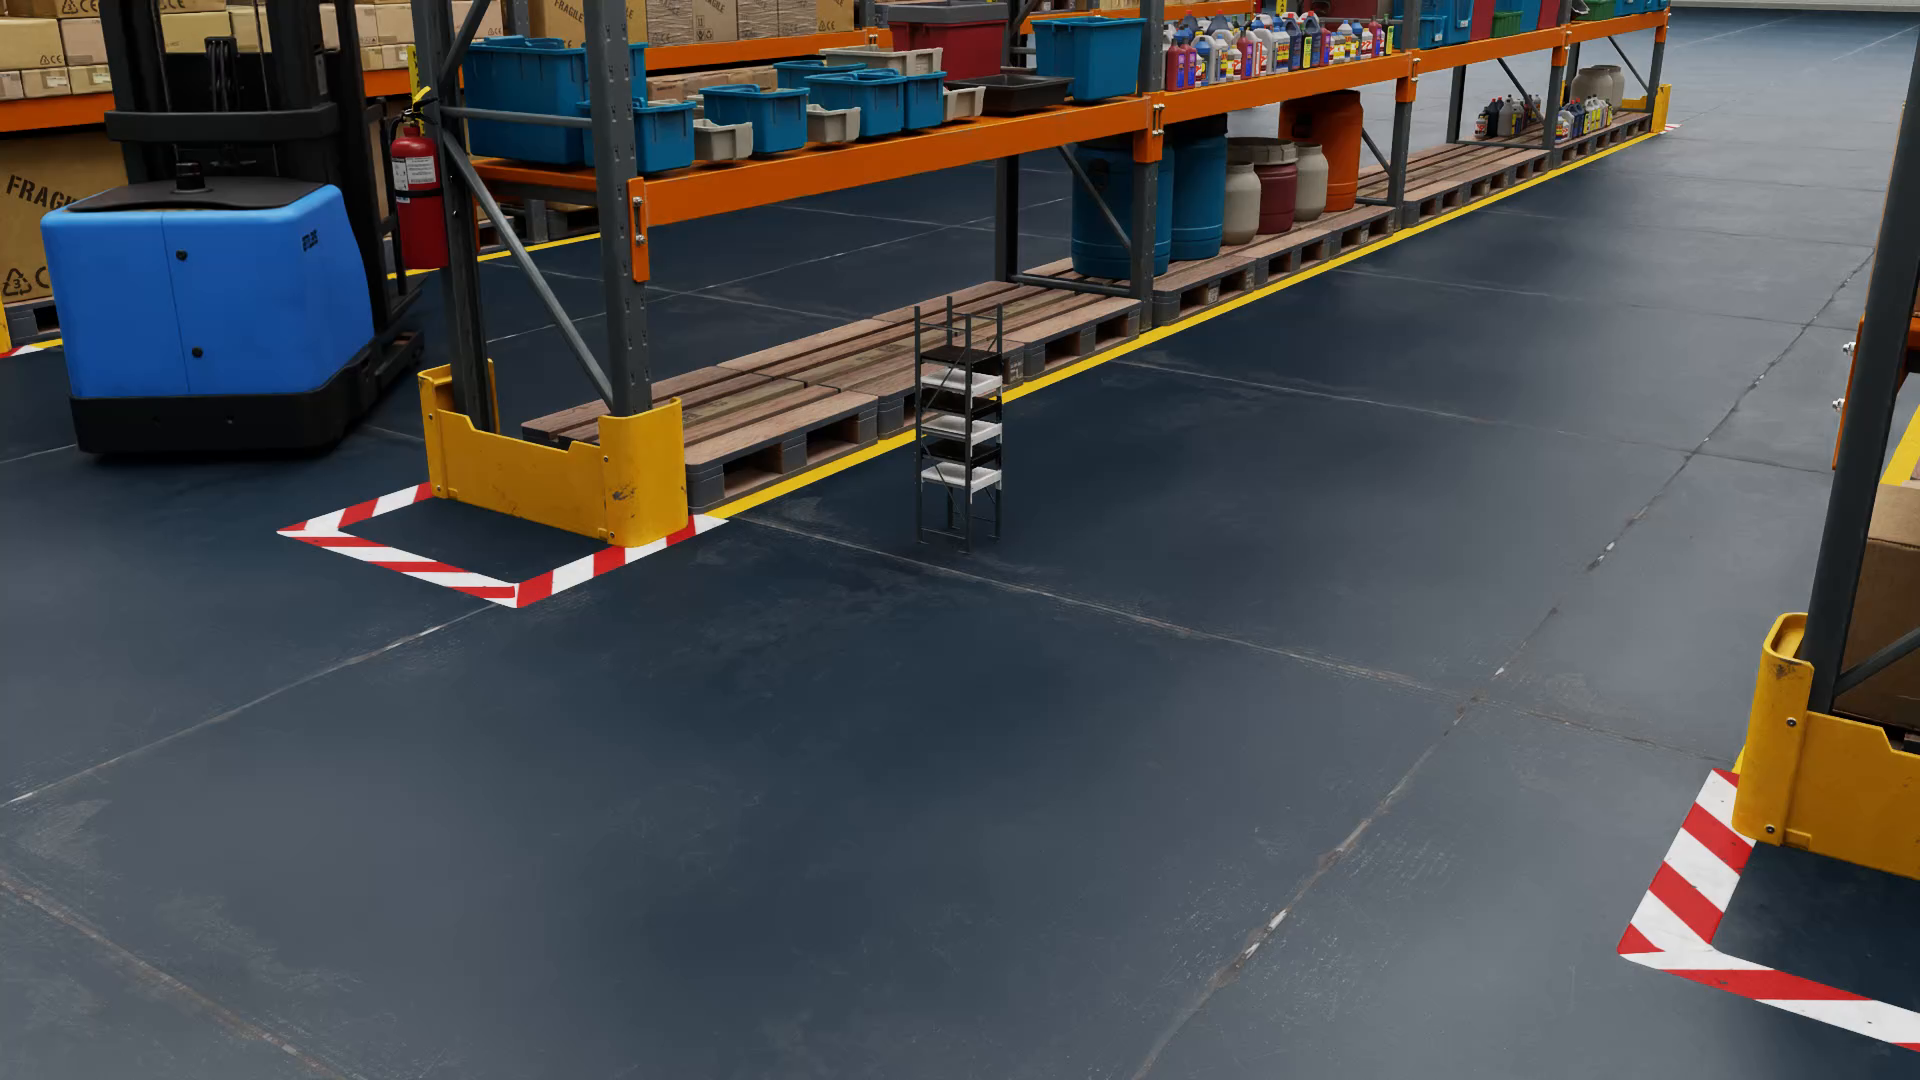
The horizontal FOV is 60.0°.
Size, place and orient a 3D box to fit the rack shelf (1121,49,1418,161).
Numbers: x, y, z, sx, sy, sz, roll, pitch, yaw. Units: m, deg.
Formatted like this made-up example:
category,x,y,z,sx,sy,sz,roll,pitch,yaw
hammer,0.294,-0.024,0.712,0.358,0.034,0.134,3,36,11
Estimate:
category,x,y,z,sx,sy,sz,roll,pitch,yaw
rack shelf,1.774,-2.925,10.886,1.077,0.370,4.000,13,24,32

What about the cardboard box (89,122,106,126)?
category,x,y,z,sx,sy,sz,roll,pitch,yaw
cardboard box,-4.890,-2.168,10.259,0.875,0.875,0.875,13,24,32

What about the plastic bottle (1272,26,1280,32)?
category,x,y,z,sx,sy,sz,roll,pitch,yaw
plastic bottle,2.241,-3.530,11.772,0.097,0.201,0.097,0,20,0

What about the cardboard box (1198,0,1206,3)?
category,x,y,z,sx,sy,sz,roll,pitch,yaw
cardboard box,2.742,-6.572,20.071,0.380,0.149,0.250,13,24,32

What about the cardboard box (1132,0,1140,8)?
category,x,y,z,sx,sy,sz,roll,pitch,yaw
cardboard box,1.821,-6.055,18.673,0.380,0.149,0.250,13,24,32

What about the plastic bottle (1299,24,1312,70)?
category,x,y,z,sx,sy,sz,roll,pitch,yaw
plastic bottle,2.202,-3.163,10.661,0.061,0.283,0.133,13,24,32

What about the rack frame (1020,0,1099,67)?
category,x,y,z,sx,sy,sz,roll,pitch,yaw
rack frame,1.050,-5.950,18.027,1.000,3.000,0.127,13,24,32

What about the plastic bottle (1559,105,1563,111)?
category,x,y,z,sx,sy,sz,roll,pitch,yaw
plastic bottle,5.824,-4.127,16.282,0.144,0.351,0.185,13,24,32

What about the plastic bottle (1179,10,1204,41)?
category,x,y,z,sx,sy,sz,roll,pitch,yaw
plastic bottle,1.515,-3.309,10.959,0.144,0.351,0.185,13,24,32

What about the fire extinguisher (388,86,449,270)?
category,x,y,z,sx,sy,sz,roll,pitch,yaw
fire extinguisher,-2.060,-1.375,6.308,0.296,0.674,0.183,13,24,32

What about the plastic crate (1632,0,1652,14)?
category,x,y,z,sx,sy,sz,roll,pitch,yaw
plastic crate,6.991,-5.675,17.497,0.499,0.251,0.408,13,24,32

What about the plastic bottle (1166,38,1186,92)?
category,x,y,z,sx,sy,sz,roll,pitch,yaw
plastic bottle,1.208,-2.656,9.290,0.061,0.283,0.133,13,24,32

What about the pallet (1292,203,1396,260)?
category,x,y,z,sx,sy,sz,roll,pitch,yaw
pallet,2.489,-2.294,12.163,1.003,0.211,1.213,13,24,32

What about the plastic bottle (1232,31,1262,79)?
category,x,y,z,sx,sy,sz,roll,pitch,yaw
plastic bottle,1.745,-2.955,10.108,0.152,0.276,0.135,13,24,32

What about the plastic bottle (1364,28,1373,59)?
category,x,y,z,sx,sy,sz,roll,pitch,yaw
plastic bottle,2.814,-3.448,11.550,0.097,0.201,0.097,0,20,0

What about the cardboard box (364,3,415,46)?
category,x,y,z,sx,sy,sz,roll,pitch,yaw
cardboard box,-3.767,-3.397,10.913,0.500,0.250,0.500,14,25,33

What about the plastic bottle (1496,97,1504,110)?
category,x,y,z,sx,sy,sz,roll,pitch,yaw
plastic bottle,5.378,-4.244,16.599,0.144,0.351,0.185,12,23,29

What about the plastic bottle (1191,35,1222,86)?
category,x,y,z,sx,sy,sz,roll,pitch,yaw
plastic bottle,1.430,-2.794,9.674,0.152,0.276,0.135,13,24,32

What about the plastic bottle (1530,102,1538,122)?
category,x,y,z,sx,sy,sz,roll,pitch,yaw
plastic bottle,6.060,-4.537,17.605,0.097,0.201,0.097,0,20,0

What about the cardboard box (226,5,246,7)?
category,x,y,z,sx,sy,sz,roll,pitch,yaw
cardboard box,-4.782,-3.209,10.403,0.500,0.250,0.500,13,24,32

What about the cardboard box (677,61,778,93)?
category,x,y,z,sx,sy,sz,roll,pitch,yaw
cardboard box,-2.111,-3.555,14.008,1.225,0.875,0.875,13,24,32

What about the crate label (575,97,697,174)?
category,x,y,z,sx,sy,sz,roll,pitch,yaw
crate label,-1.188,-1.497,6.144,0.416,0.233,0.303,13,24,32

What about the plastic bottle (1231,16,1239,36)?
category,x,y,z,sx,sy,sz,roll,pitch,yaw
plastic bottle,1.884,-3.492,11.550,0.061,0.283,0.133,13,24,32

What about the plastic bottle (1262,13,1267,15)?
category,x,y,z,sx,sy,sz,roll,pitch,yaw
plastic bottle,2.165,-3.635,11.937,0.061,0.283,0.133,13,24,32

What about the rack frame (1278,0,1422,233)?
category,x,y,z,sx,sy,sz,roll,pitch,yaw
rack frame,2.898,-3.836,12.313,1.000,3.000,0.127,13,24,32

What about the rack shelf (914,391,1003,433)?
category,x,y,z,sx,sy,sz,roll,pitch,yaw
rack shelf,-0.005,-0.473,6.083,0.258,0.077,0.200,13,24,32

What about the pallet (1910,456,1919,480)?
category,x,y,z,sx,sy,sz,roll,pitch,yaw
pallet,4.357,-0.217,6.547,1.003,0.211,1.213,13,24,32

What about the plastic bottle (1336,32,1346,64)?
category,x,y,z,sx,sy,sz,roll,pitch,yaw
plastic bottle,2.540,-3.309,11.172,0.097,0.201,0.097,0,20,0

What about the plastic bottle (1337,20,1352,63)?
category,x,y,z,sx,sy,sz,roll,pitch,yaw
plastic bottle,2.595,-3.369,11.236,0.097,0.271,0.097,0,20,0

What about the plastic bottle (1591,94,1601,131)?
category,x,y,z,sx,sy,sz,roll,pitch,yaw
plastic bottle,6.393,-4.328,16.827,0.144,0.351,0.185,14,25,34

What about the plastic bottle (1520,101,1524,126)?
category,x,y,z,sx,sy,sz,roll,pitch,yaw
plastic bottle,5.659,-4.293,16.827,0.061,0.283,0.133,13,24,32

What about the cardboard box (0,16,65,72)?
category,x,y,z,sx,sy,sz,roll,pitch,yaw
cardboard box,-5.202,-2.661,8.923,0.500,0.250,0.500,13,24,30

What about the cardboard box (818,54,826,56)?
category,x,y,z,sx,sy,sz,roll,pitch,yaw
cardboard box,-2.080,-6.573,22.168,0.875,0.875,0.875,13,24,32

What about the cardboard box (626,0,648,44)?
category,x,y,z,sx,sy,sz,roll,pitch,yaw
cardboard box,-2.700,-3.929,12.420,0.500,0.500,0.500,13,24,32

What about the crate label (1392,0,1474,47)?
category,x,y,z,sx,sy,sz,roll,pitch,yaw
crate label,3.680,-4.085,12.935,0.502,0.435,0.616,13,24,32

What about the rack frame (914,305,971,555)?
category,x,y,z,sx,sy,sz,roll,pitch,yaw
rack frame,-0.062,-0.391,6.024,0.240,0.900,0.006,13,24,32

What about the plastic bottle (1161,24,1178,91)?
category,x,y,z,sx,sy,sz,roll,pitch,yaw
plastic bottle,1.138,-2.715,9.352,0.144,0.351,0.185,13,24,32

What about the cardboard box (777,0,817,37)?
category,x,y,z,sx,sy,sz,roll,pitch,yaw
cardboard box,-1.556,-4.517,14.010,0.500,0.500,0.500,13,24,31

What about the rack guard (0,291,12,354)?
category,x,y,z,sx,sy,sz,roll,pitch,yaw
rack guard,-5.709,-1.328,9.134,1.175,0.500,0.348,13,24,32

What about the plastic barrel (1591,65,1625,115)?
category,x,y,z,sx,sy,sz,roll,pitch,yaw
plastic barrel,7.088,-4.958,18.326,0.421,0.512,0.421,0,20,0

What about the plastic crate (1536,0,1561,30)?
category,x,y,z,sx,sy,sz,roll,pitch,yaw
plastic crate,5.127,-4.816,14.868,0.402,0.464,0.583,13,24,32

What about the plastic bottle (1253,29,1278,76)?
category,x,y,z,sx,sy,sz,roll,pitch,yaw
plastic bottle,1.875,-3.021,10.288,0.152,0.276,0.135,13,24,32

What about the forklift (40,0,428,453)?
category,x,y,z,sx,sy,sz,roll,pitch,yaw
forklift,-3.377,-2.211,8.018,1.130,2.935,3.031,-2,20,-5

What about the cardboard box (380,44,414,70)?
category,x,y,z,sx,sy,sz,roll,pitch,yaw
cardboard box,-3.781,-3.164,10.858,0.380,0.149,0.250,14,24,33

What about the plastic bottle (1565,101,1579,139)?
category,x,y,z,sx,sy,sz,roll,pitch,yaw
plastic bottle,5.943,-4.099,16.206,0.144,0.351,0.185,14,25,33

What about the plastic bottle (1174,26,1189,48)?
category,x,y,z,sx,sy,sz,roll,pitch,yaw
plastic bottle,1.412,-3.140,10.616,0.097,0.271,0.097,0,20,0

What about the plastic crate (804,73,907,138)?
category,x,y,z,sx,sy,sz,roll,pitch,yaw
plastic crate,-0.448,-1.875,7.165,0.416,0.233,0.300,13,24,32

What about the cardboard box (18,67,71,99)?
category,x,y,z,sx,sy,sz,roll,pitch,yaw
cardboard box,-5.080,-2.501,9.064,0.380,0.149,0.250,13,24,31

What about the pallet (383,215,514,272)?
category,x,y,z,sx,sy,sz,roll,pitch,yaw
pallet,-3.939,-2.144,11.757,1.003,0.211,1.213,13,24,32

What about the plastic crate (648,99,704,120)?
category,x,y,z,sx,sy,sz,roll,pitch,yaw
plastic crate,-1.116,-1.795,7.088,0.396,0.136,0.243,13,24,32

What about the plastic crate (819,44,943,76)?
category,x,y,z,sx,sy,sz,roll,pitch,yaw
plastic crate,-0.361,-2.259,8.133,0.437,0.282,0.530,13,24,32

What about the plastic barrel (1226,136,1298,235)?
category,x,y,z,sx,sy,sz,roll,pitch,yaw
plastic barrel,2.002,-2.435,11.394,0.600,0.588,0.708,13,24,32

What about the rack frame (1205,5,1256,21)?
category,x,y,z,sx,sy,sz,roll,pitch,yaw
rack frame,3.299,-7.098,21.130,1.000,3.000,0.127,13,24,32

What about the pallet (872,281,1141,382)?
category,x,y,z,sx,sy,sz,roll,pitch,yaw
pallet,0.268,-1.162,9.103,1.003,0.211,1.213,13,24,32

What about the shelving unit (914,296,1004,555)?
category,x,y,z,sx,sy,sz,roll,pitch,yaw
shelving unit,-0.005,-0.420,6.103,0.258,0.900,0.210,13,24,32
